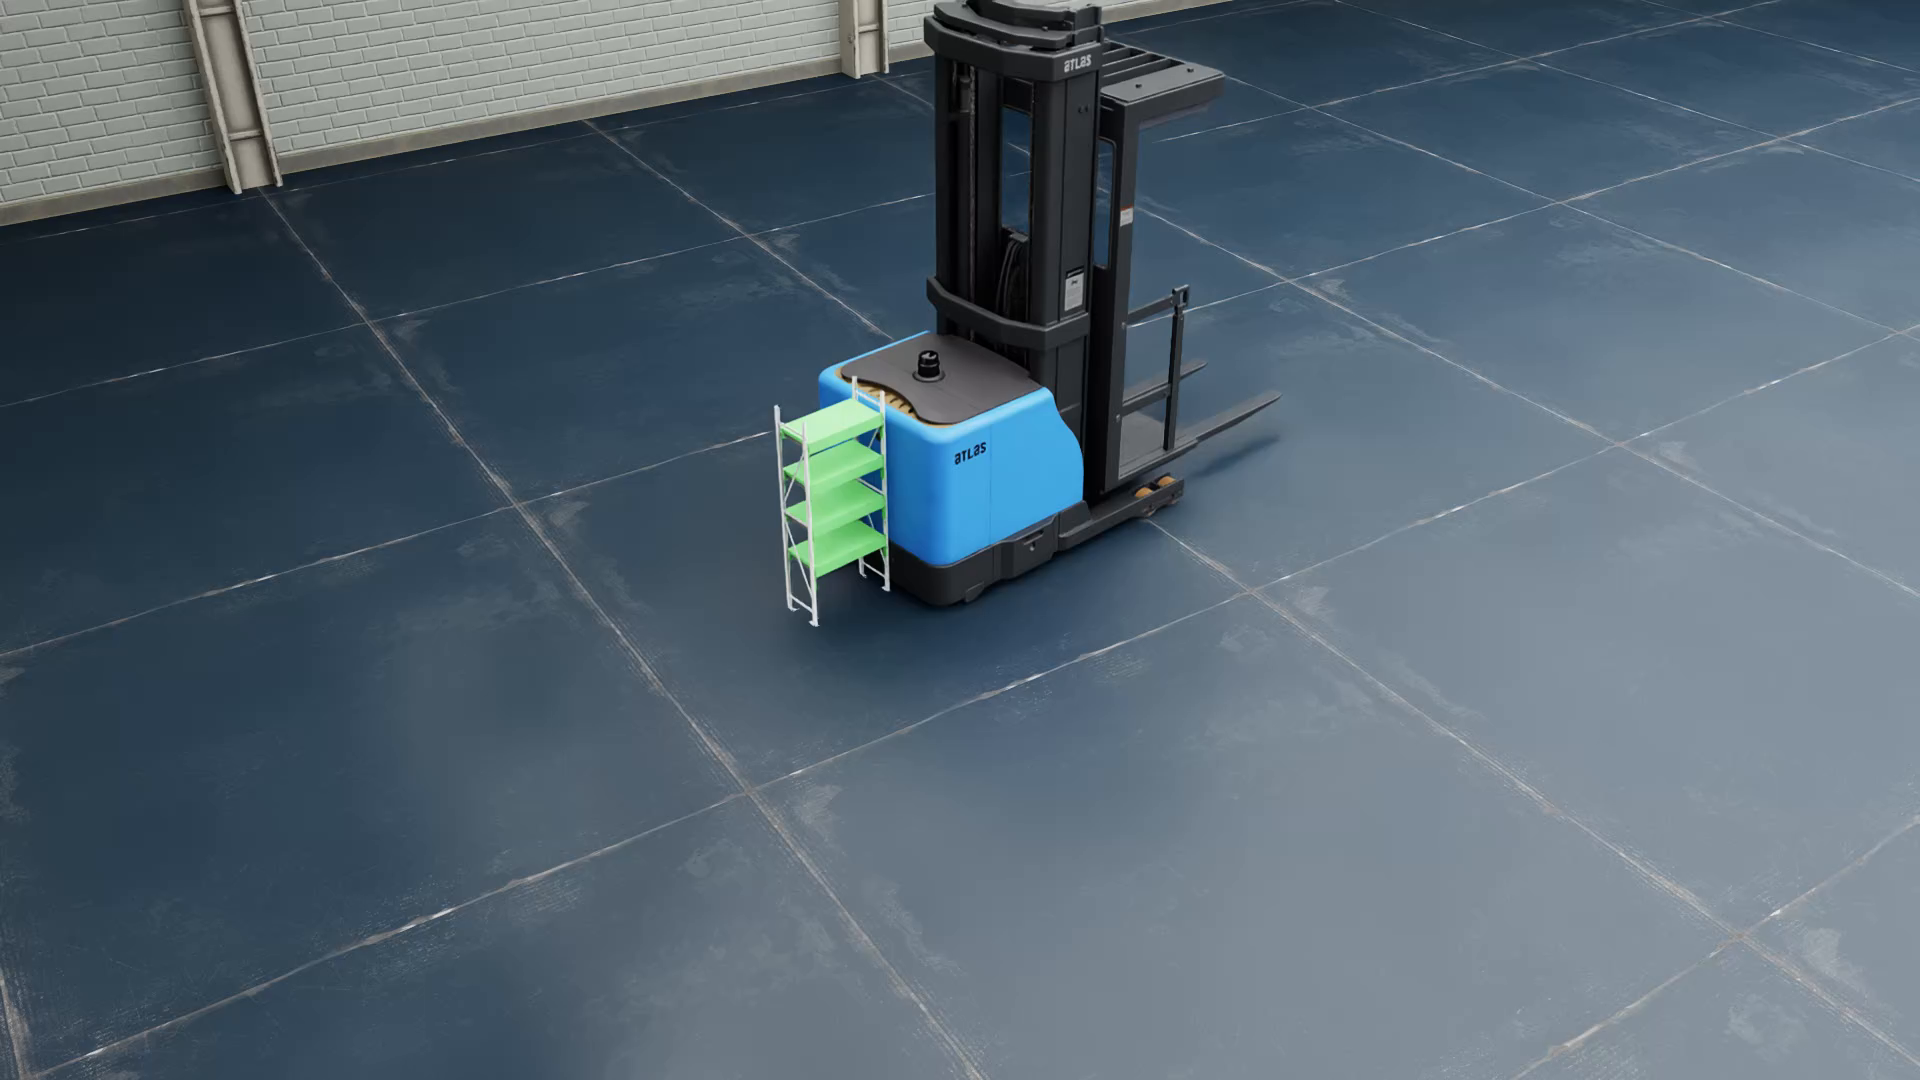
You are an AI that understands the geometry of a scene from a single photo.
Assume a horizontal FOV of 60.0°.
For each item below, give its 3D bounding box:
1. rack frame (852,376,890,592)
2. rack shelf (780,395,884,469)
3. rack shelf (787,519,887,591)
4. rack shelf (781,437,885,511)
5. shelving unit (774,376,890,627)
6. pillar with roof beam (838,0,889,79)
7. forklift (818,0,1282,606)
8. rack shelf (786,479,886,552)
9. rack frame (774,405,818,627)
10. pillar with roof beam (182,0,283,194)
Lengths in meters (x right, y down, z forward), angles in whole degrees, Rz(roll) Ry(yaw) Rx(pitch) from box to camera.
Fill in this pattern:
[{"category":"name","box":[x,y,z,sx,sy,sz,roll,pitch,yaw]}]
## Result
[{"category":"rack frame","box":[-0.464,-0.278,8.687,0.015,1.200,0.240,-26,40,-34]},{"category":"rack shelf","box":[-0.645,-0.543,8.328,0.480,0.148,0.258,-26,40,-34]},{"category":"rack shelf","box":[-0.645,0.066,8.712,0.480,0.148,0.258,-26,40,-34]},{"category":"rack shelf","box":[-0.645,-0.340,8.456,0.480,0.148,0.258,-26,40,-34]},{"category":"shelving unit","box":[-0.645,-0.191,8.550,0.503,1.200,0.258,-26,40,-34]},{"category":"pillar with roof beam","box":[1.365,-6.642,11.466,0.400,9.000,9.100,-19,37,-27]},{"category":"forklift","box":[0.668,-1.559,9.096,3.031,2.935,1.130,-26,40,-34]},{"category":"rack shelf","box":[-0.645,-0.137,8.584,0.480,0.148,0.258,-26,40,-34]},{"category":"rack frame","box":[-0.827,-0.104,8.412,0.015,1.200,0.240,-26,40,-34]},{"category":"pillar with roof beam","box":[-3.678,-4.908,8.717,0.400,9.000,9.100,-19,37,-27]}]
